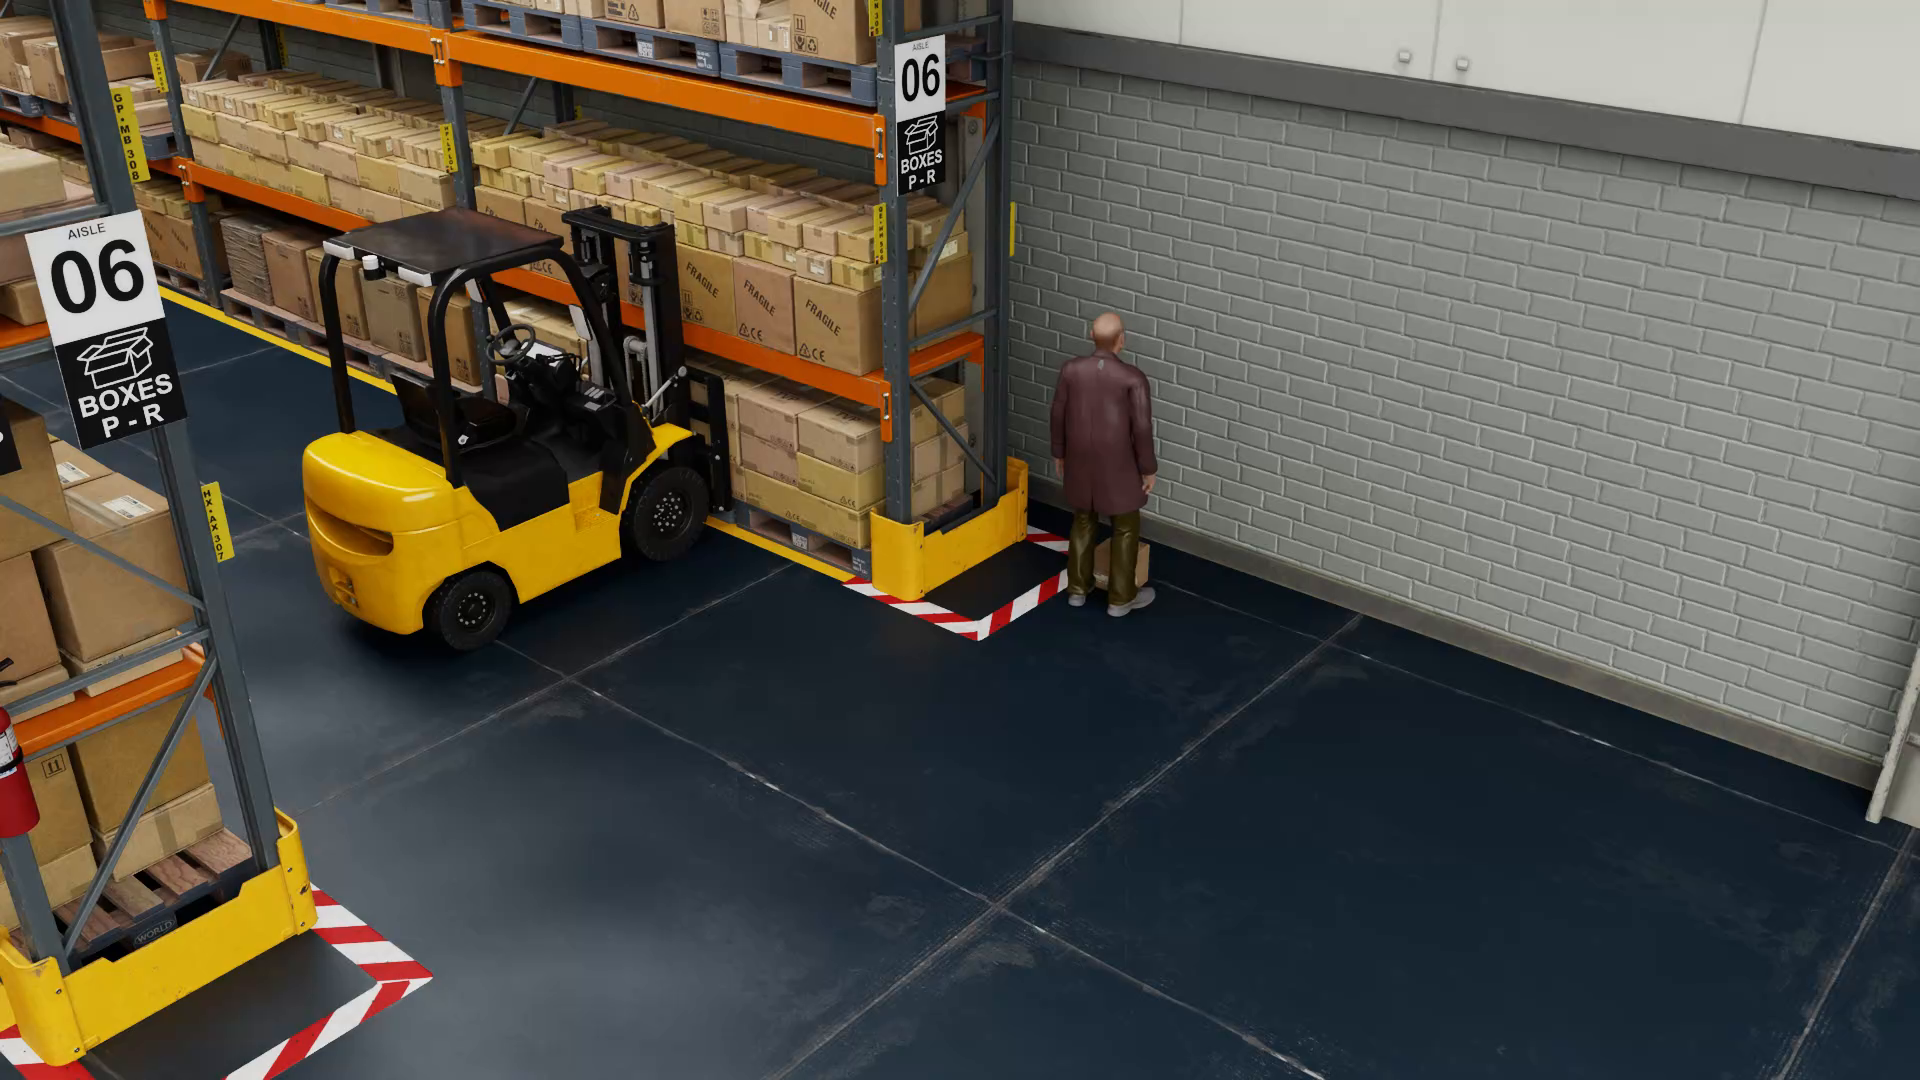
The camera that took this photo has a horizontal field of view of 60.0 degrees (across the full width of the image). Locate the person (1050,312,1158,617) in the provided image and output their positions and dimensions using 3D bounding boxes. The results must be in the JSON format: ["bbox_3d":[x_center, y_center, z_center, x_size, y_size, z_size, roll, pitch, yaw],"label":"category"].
[{"bbox_3d":[0.818,-0.434,9.488,0.652,1.773,0.429,14,30,25],"label":"person"}]
